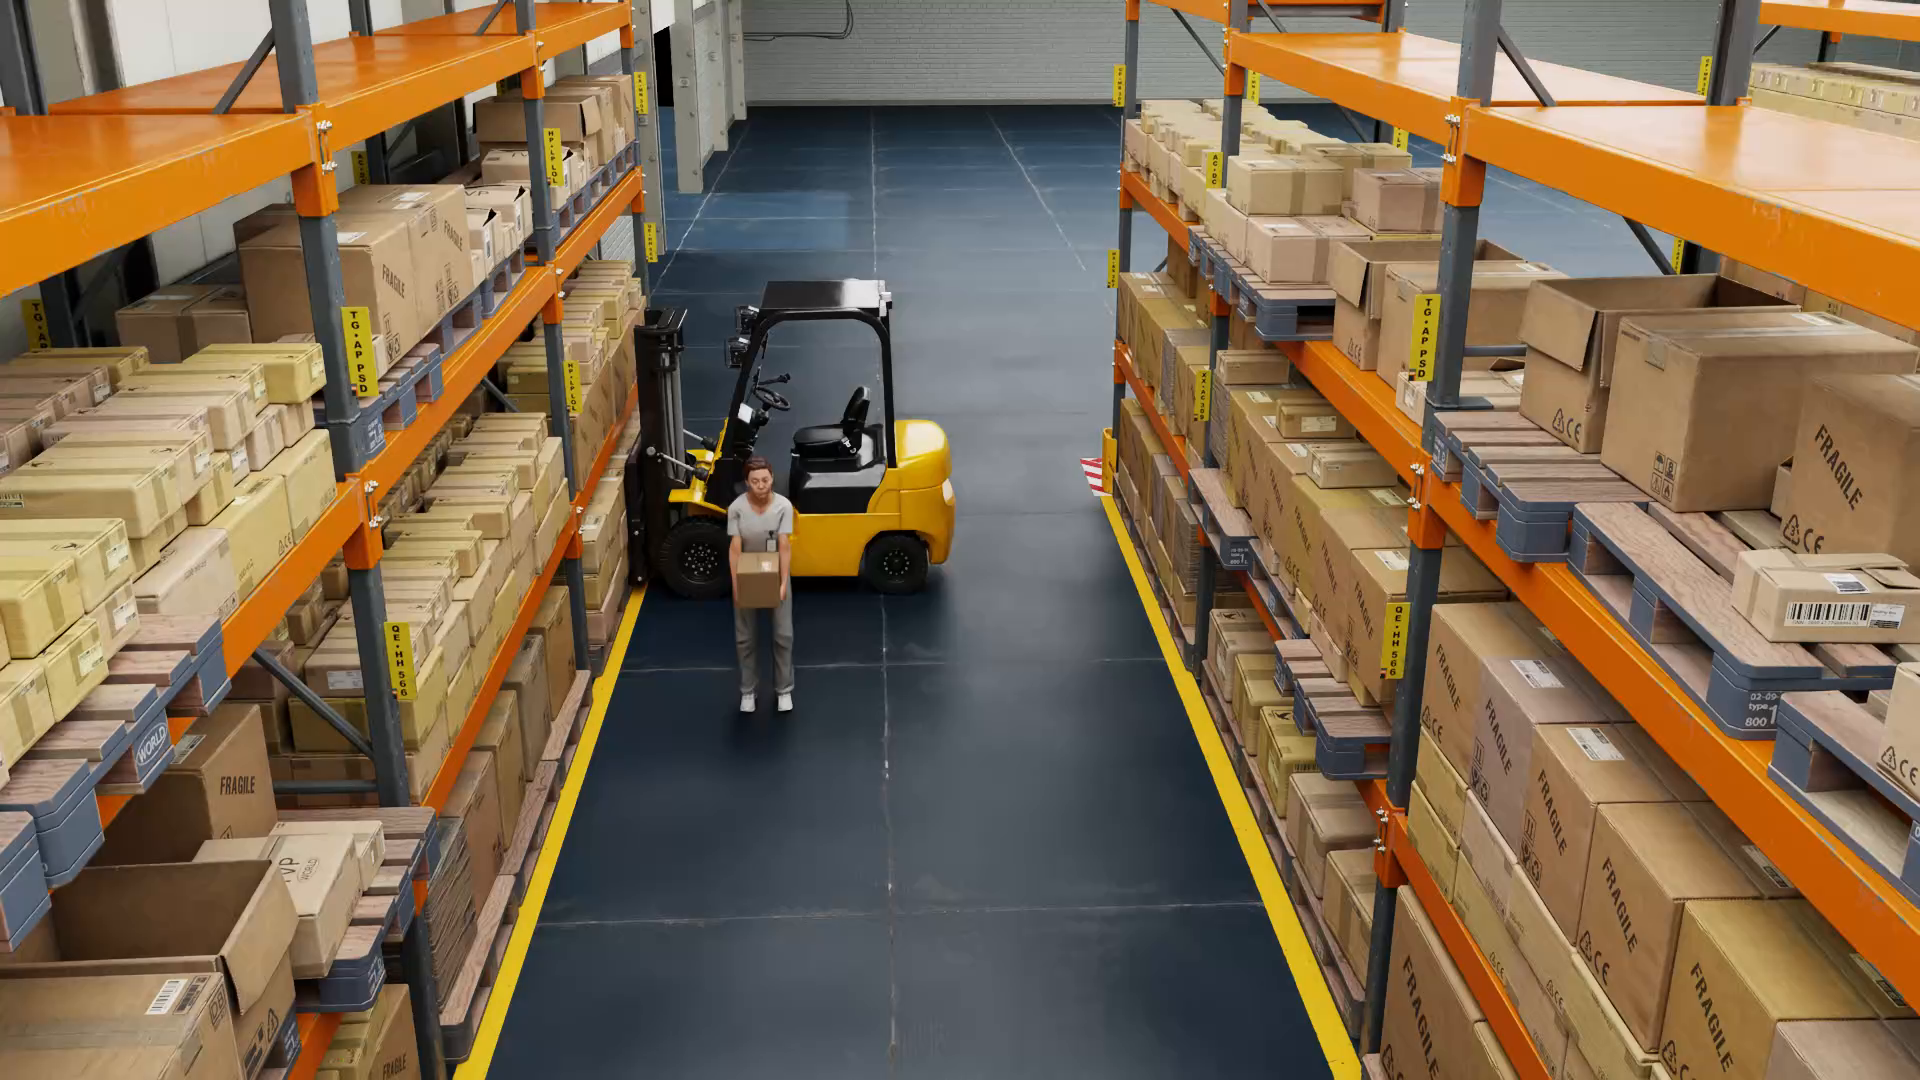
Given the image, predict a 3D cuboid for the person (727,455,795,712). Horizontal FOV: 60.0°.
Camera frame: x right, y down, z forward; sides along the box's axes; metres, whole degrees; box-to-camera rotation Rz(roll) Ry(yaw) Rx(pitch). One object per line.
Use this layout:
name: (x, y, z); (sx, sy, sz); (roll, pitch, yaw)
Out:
person: (-1.224, 0.295, 10.313); (0.411, 1.666, 0.506); (-1, 21, -4)
